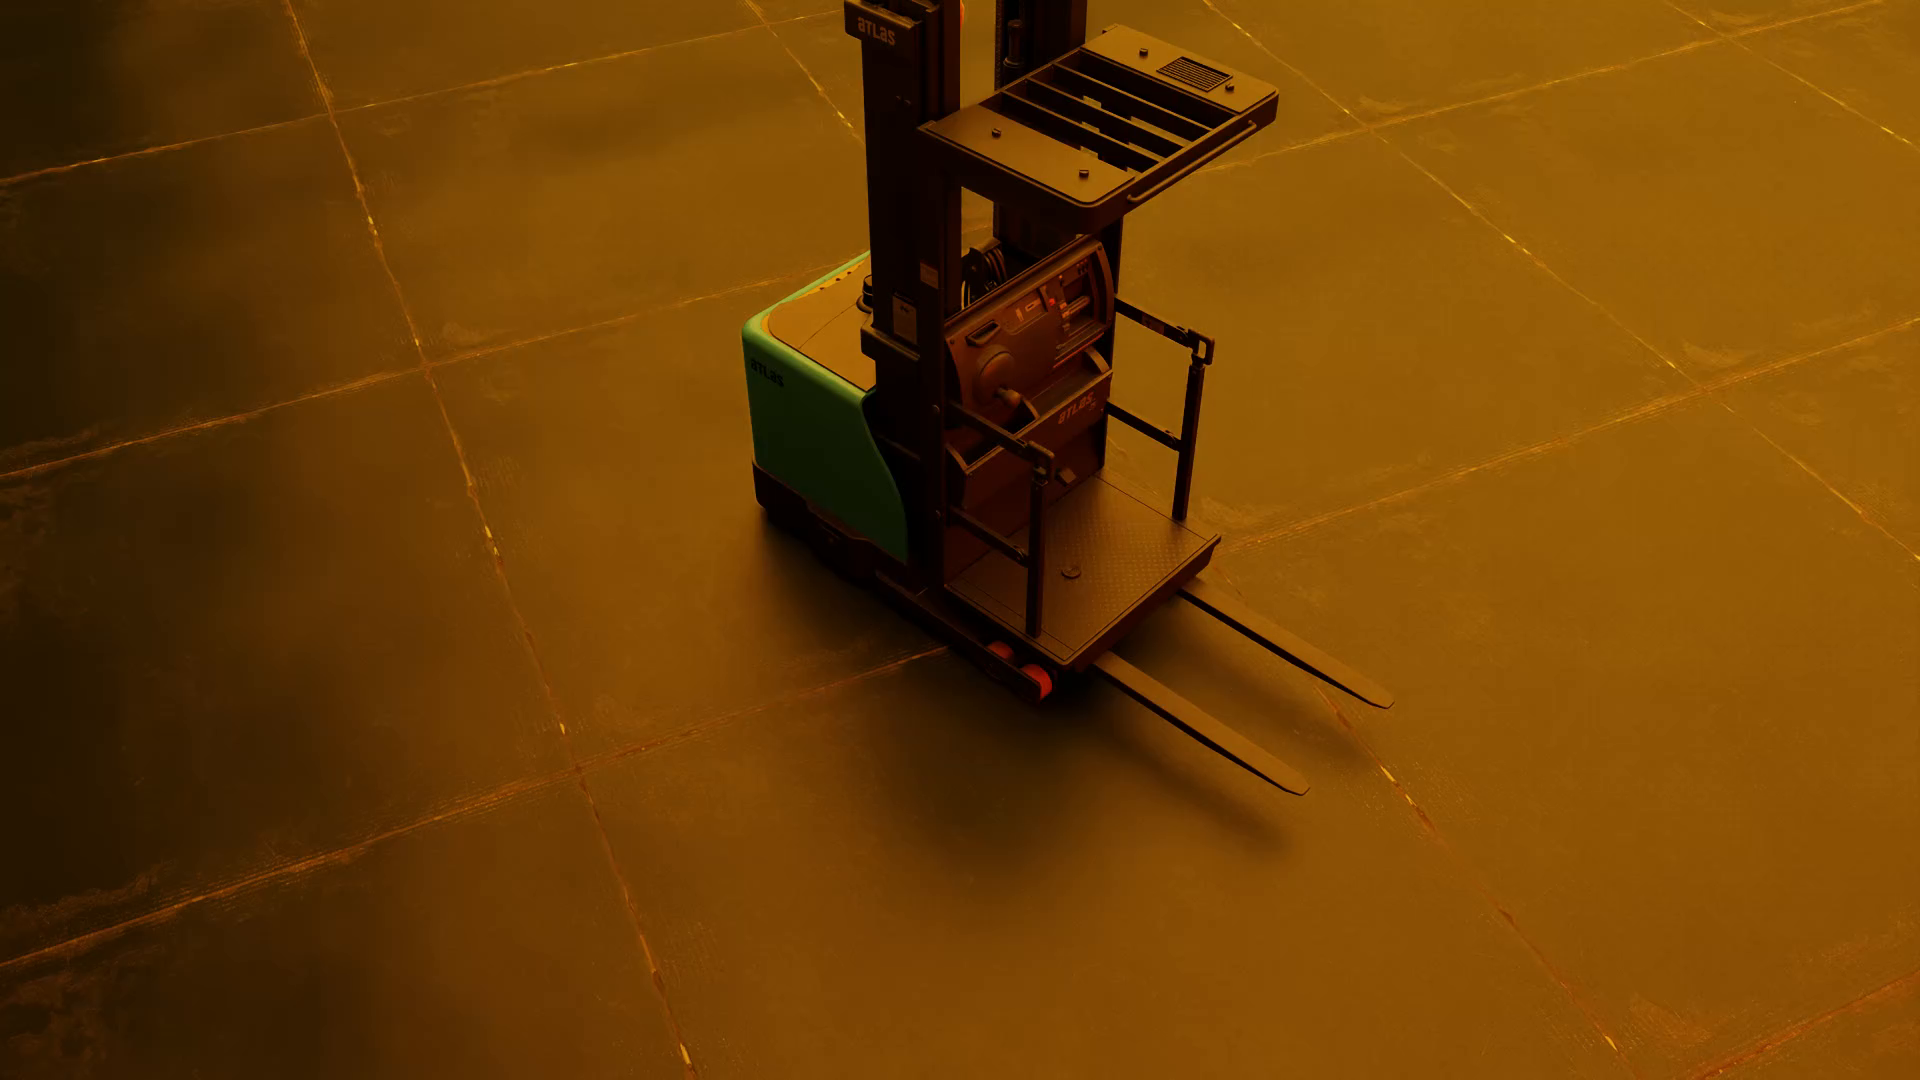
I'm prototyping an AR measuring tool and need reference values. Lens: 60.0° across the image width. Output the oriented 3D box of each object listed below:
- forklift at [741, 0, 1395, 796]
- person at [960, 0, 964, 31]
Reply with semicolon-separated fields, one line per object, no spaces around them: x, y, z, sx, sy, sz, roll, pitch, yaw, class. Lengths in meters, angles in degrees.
0.445;-0.788;6.525;3.031;2.935;1.130;32;52;30;forklift
-0.243;-2.834;9.633;0.549;1.665;0.549;-18;46;-19;person
